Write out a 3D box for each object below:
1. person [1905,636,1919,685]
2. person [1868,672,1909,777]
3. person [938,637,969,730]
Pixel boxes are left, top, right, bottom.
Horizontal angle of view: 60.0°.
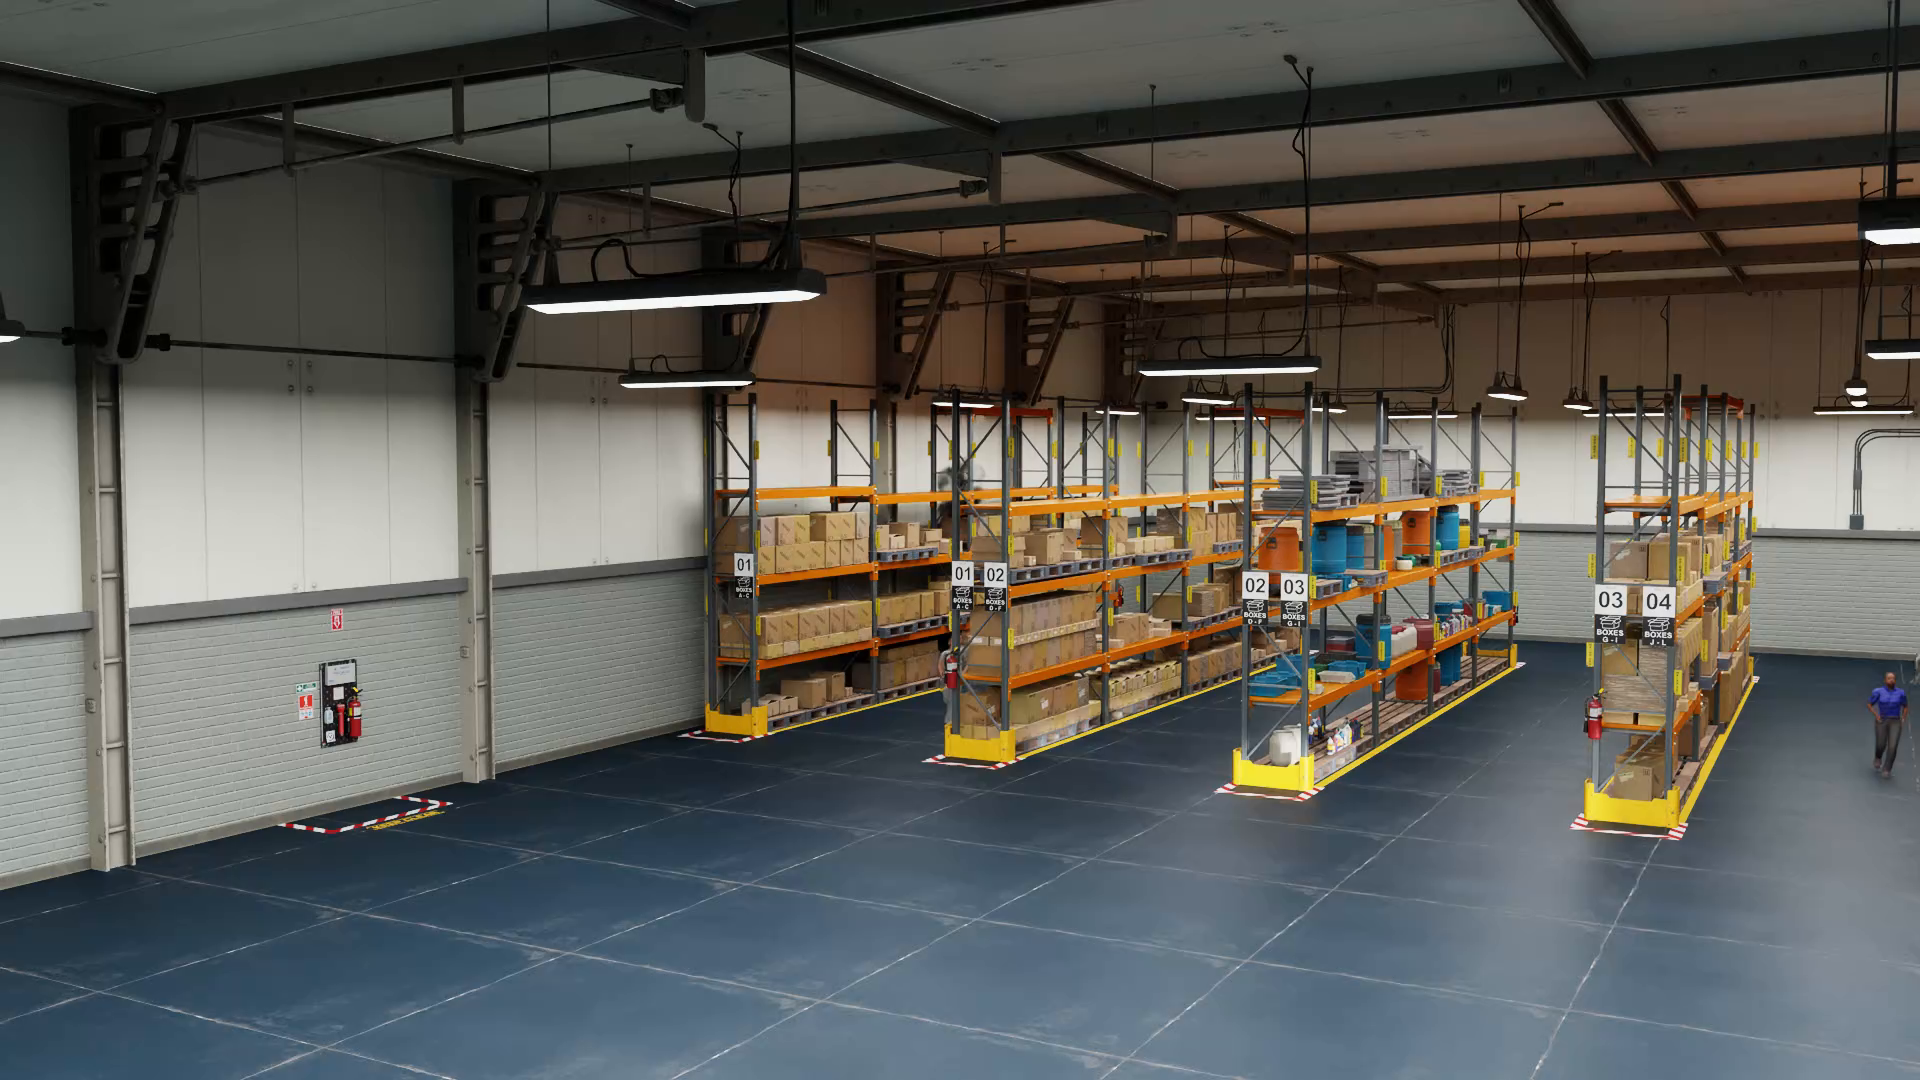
[{"bbox_3d":[20.513,2.297,35.198,0.651,1.680,0.695,0,3,3],"label":"person"},{"bbox_3d":[14.213,2.827,25.439,0.556,1.598,0.547,1,3,20],"label":"person"},{"bbox_3d":[-0.134,2.579,30.186,0.557,1.641,0.900,1,3,20],"label":"person"}]
